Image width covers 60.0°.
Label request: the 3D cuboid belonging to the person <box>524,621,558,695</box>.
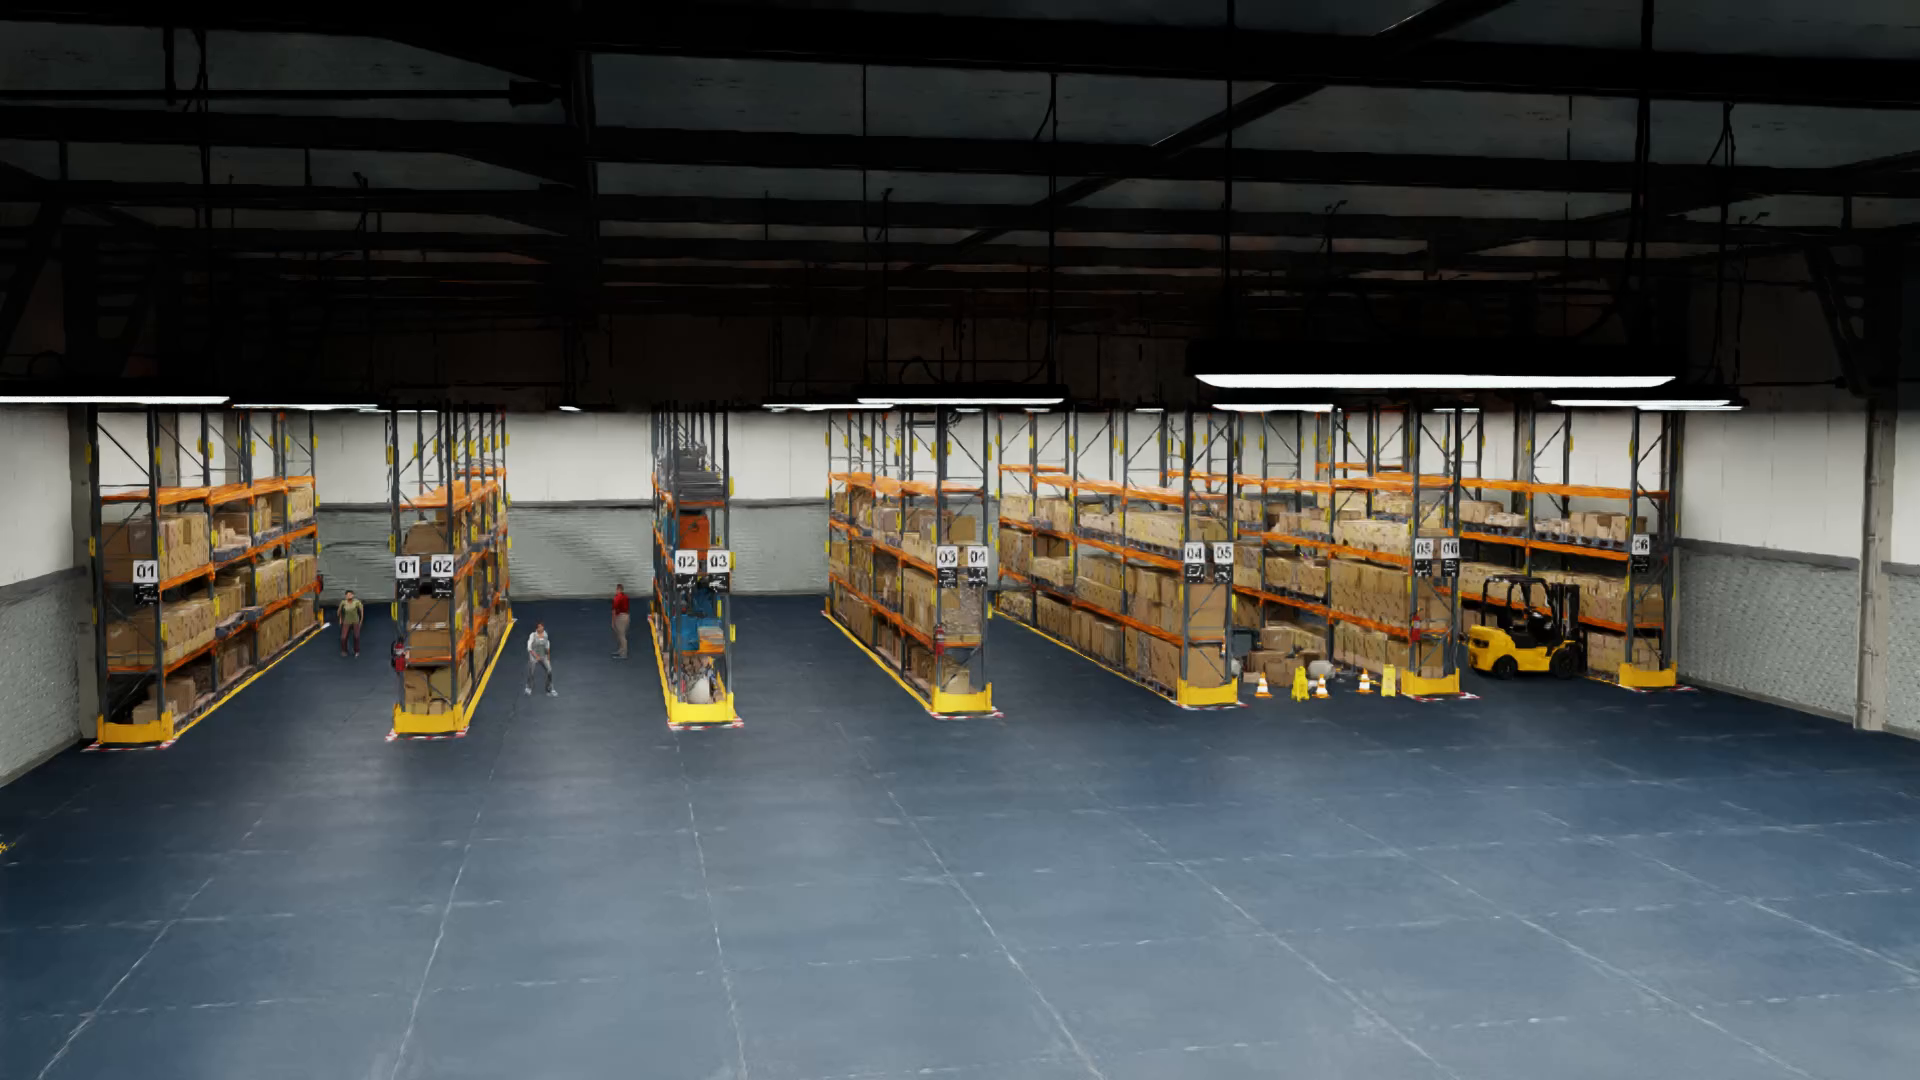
[{"bbox_3d":[-8.582,2.393,33.889,0.562,1.528,0.778,-3,5,-31],"label":"person"}]

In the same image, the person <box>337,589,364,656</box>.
[{"bbox_3d":[-14.428,1.953,39.397,0.598,1.619,0.507,-1,4,-14],"label":"person"}]

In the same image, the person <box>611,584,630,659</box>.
[{"bbox_3d":[-8.021,1.896,39.163,0.586,1.723,0.654,2,5,19],"label":"person"}]

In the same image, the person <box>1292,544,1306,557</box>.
[{"bbox_3d":[10.575,0.952,51.817,0.534,1.759,0.657,-3,6,-39],"label":"person"}]

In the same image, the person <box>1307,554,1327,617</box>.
[{"bbox_3d":[10.111,1.286,47.002,0.551,1.765,0.647,0,4,6],"label":"person"}]
